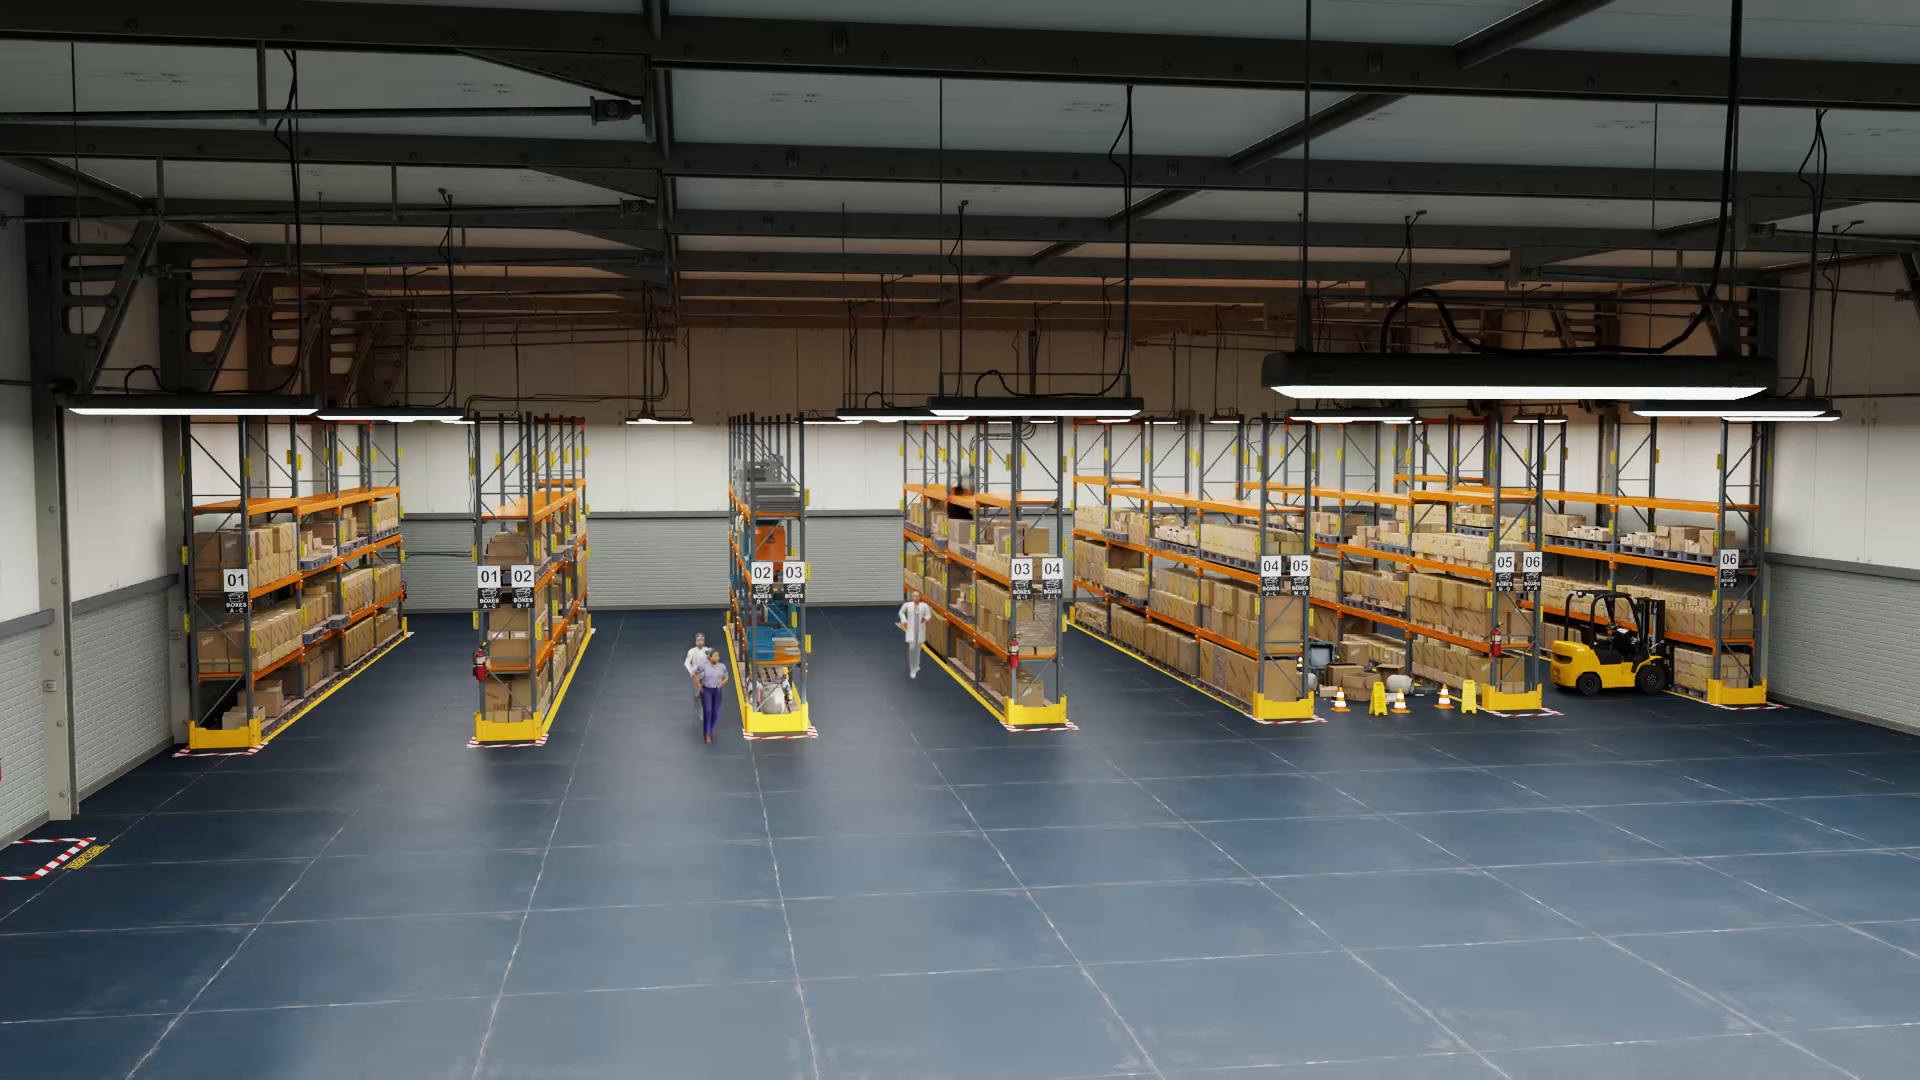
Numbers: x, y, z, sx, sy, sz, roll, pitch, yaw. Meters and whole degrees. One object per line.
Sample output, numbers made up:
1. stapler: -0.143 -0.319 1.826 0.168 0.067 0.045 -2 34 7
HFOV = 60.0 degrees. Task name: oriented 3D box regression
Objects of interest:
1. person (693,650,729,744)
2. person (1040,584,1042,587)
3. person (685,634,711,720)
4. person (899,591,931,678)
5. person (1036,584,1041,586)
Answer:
1. person: -4.524 2.846 30.419 0.607 1.688 0.807 -2 4 -27
2. person: 2.414 1.790 46.118 0.549 1.629 0.849 0 4 -4
3. person: -5.118 2.671 32.827 0.617 1.682 0.747 -1 4 -15
4. person: -0.978 2.005 36.762 0.690 1.747 0.741 -1 4 -9
5. person: 2.376 1.534 48.783 0.713 1.783 0.805 4 5 44
